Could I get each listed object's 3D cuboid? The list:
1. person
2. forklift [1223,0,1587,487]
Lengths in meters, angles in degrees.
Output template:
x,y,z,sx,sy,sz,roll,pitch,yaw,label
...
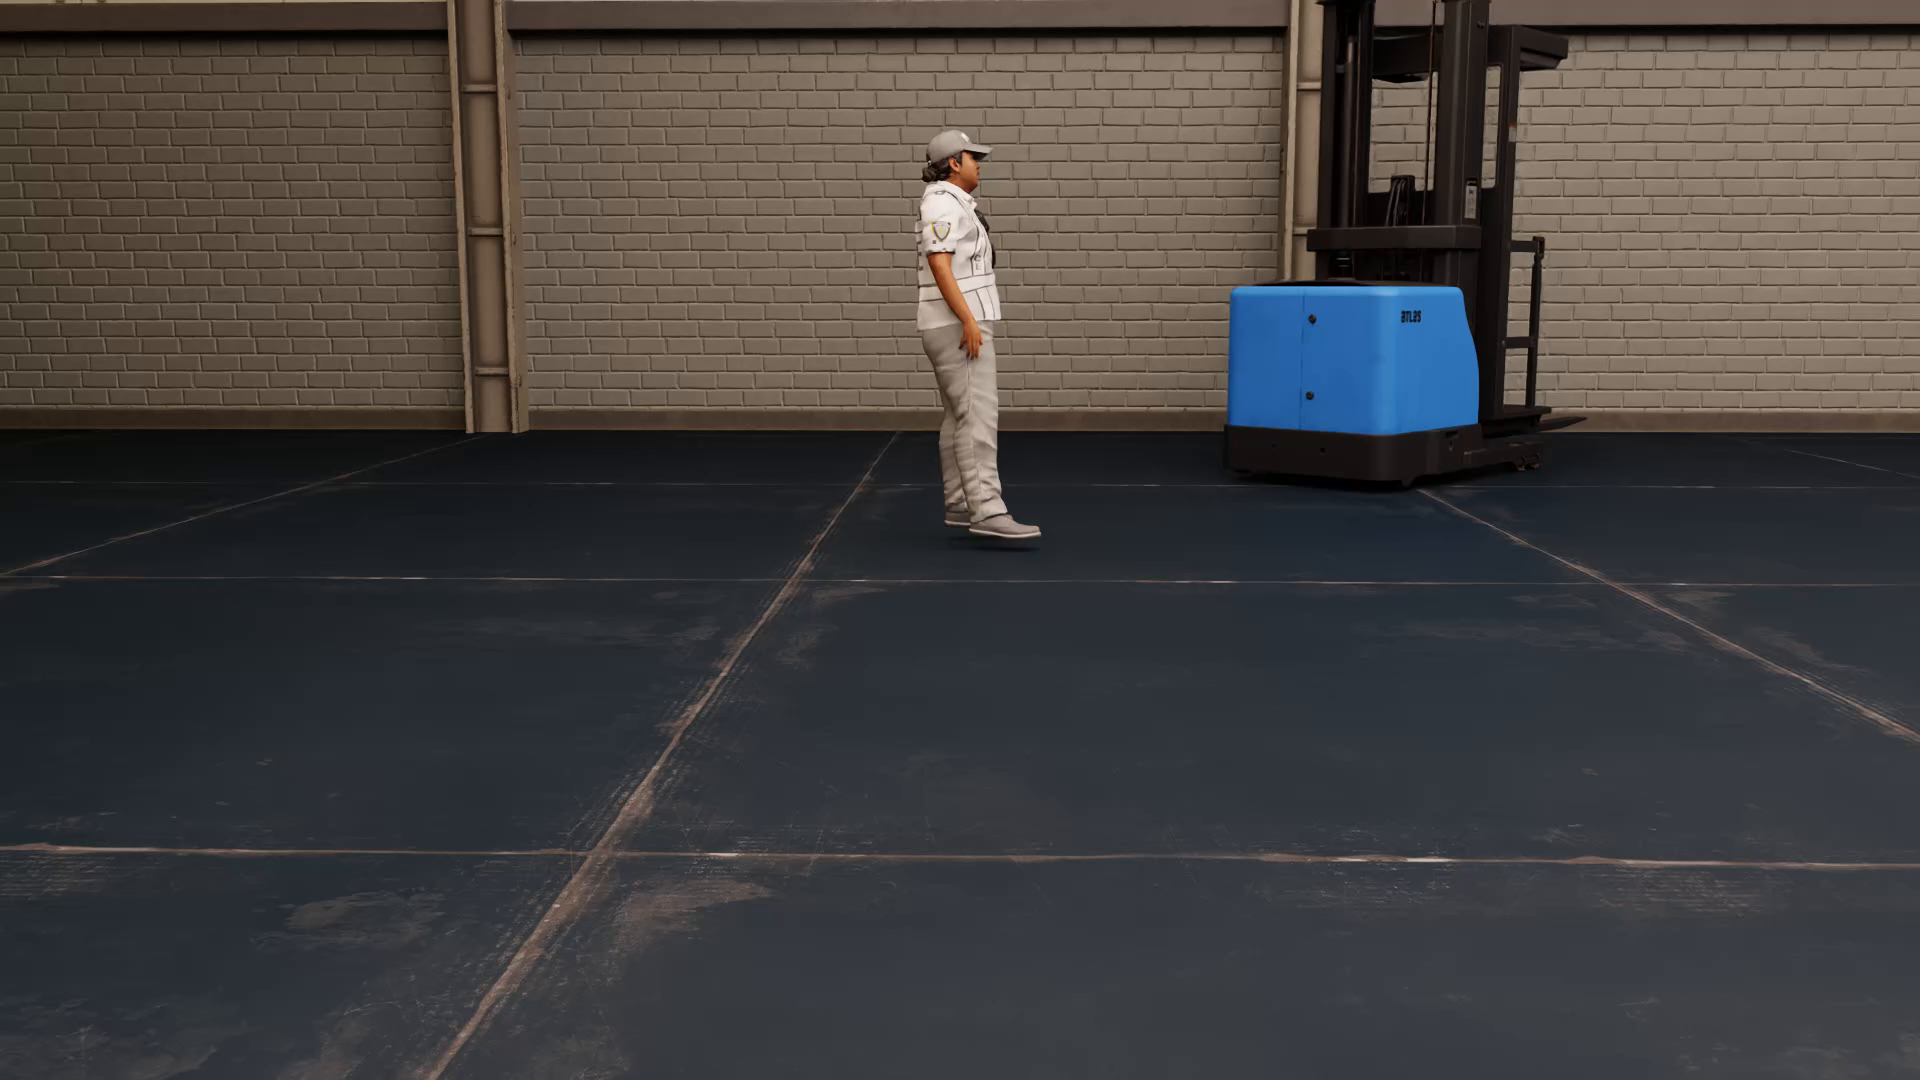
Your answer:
x,y,z,sx,sy,sz,roll,pitch,yaw,label
0.076,-0.867,6.970,0.529,1.670,0.597,0,9,1,person
2.843,-1.898,9.845,1.130,2.935,3.031,8,12,42,forklift
